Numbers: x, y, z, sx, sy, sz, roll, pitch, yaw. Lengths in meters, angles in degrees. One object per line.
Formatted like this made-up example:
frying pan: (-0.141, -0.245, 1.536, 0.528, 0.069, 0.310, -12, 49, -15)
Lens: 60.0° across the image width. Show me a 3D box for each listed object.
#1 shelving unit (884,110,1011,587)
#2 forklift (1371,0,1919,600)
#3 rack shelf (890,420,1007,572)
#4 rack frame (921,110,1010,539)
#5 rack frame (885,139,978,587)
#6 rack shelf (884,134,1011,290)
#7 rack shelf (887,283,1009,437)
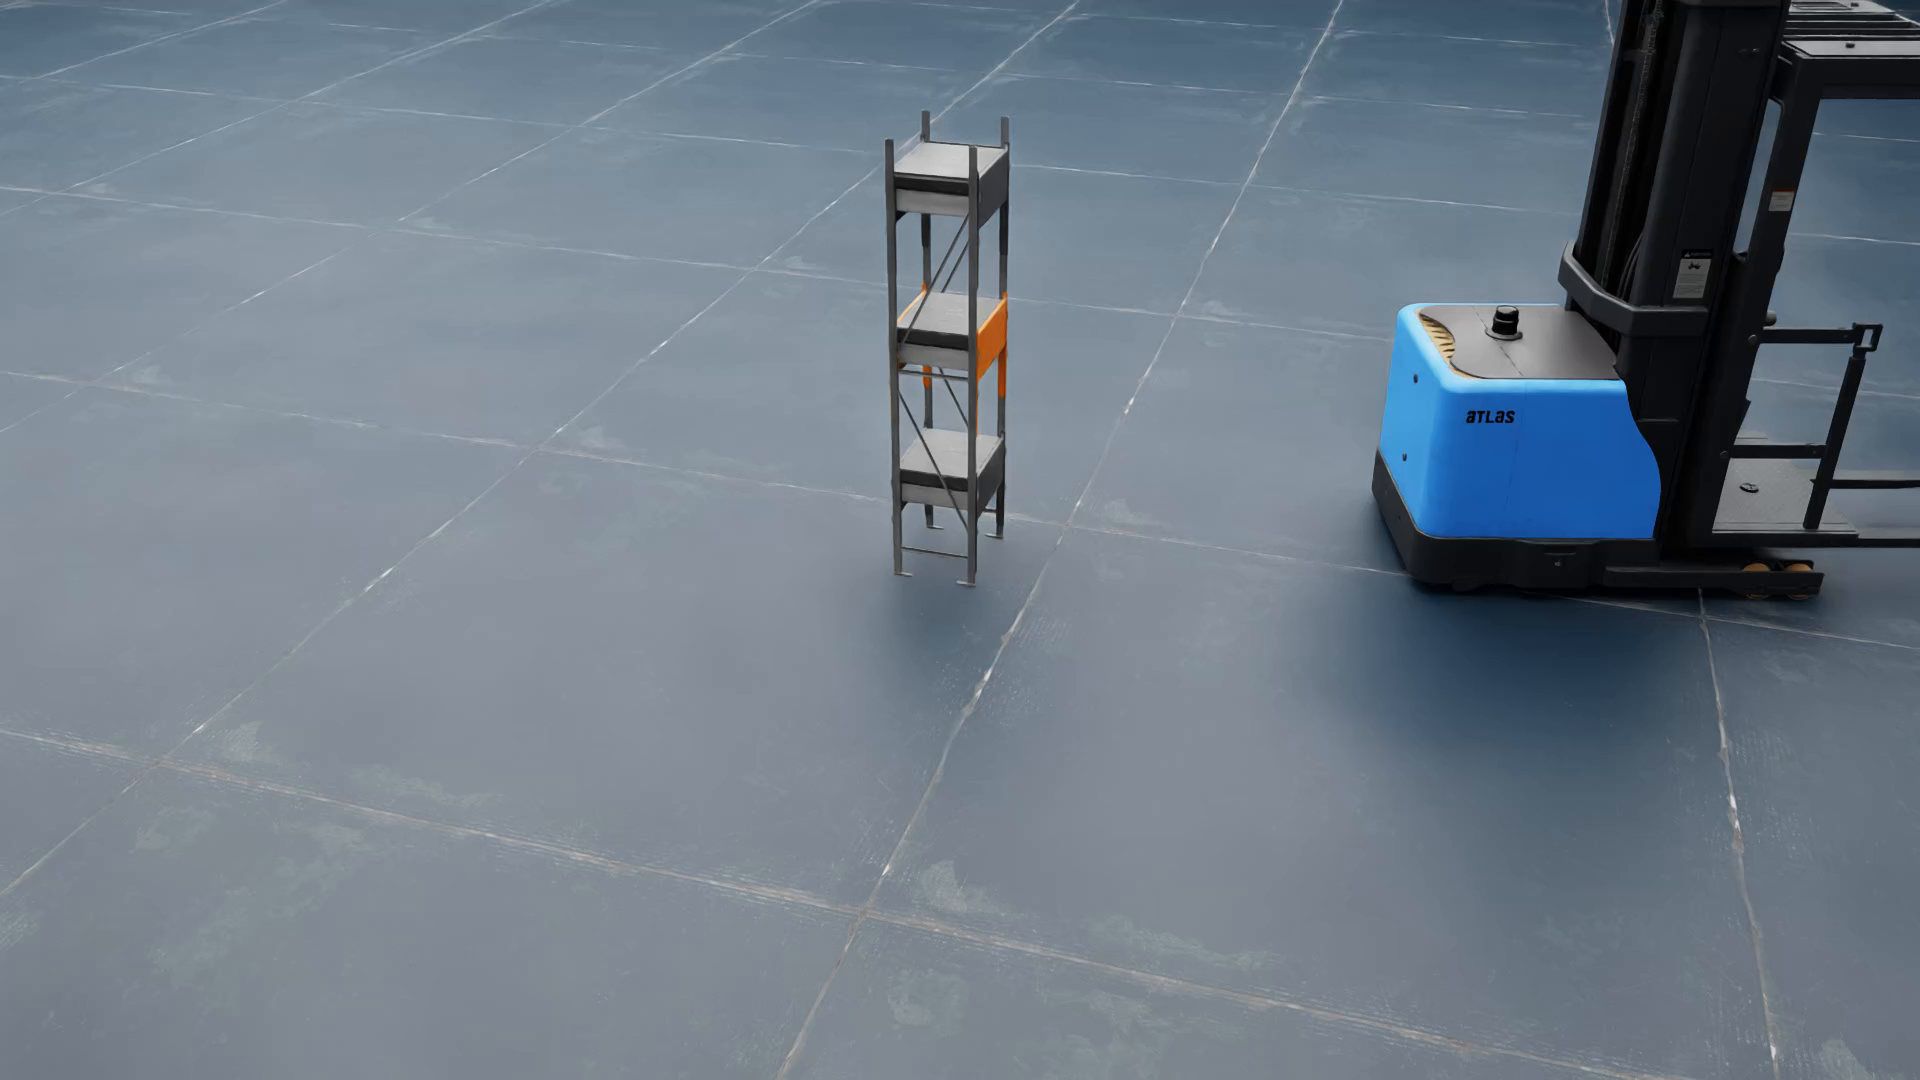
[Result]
shelving unit: (-0.049, -0.841, 7.601, 0.431, 2.100, 0.503, 8, 30, 15)
forklift: (3.630, -1.263, 7.505, 3.031, 2.935, 1.130, 0, 29, 1)
rack shelf: (-0.049, -0.217, 7.948, 0.431, 0.518, 0.480, 8, 30, 15)
rack frame: (0.023, -0.954, 7.805, 0.400, 2.100, 0.015, 8, 30, 15)
rack frame: (-0.120, -0.727, 7.397, 0.400, 2.100, 0.015, 8, 30, 15)
rack shelf: (-0.049, -1.440, 7.268, 0.431, 0.518, 0.480, 8, 30, 15)
rack shelf: (-0.049, -0.829, 7.608, 0.431, 0.518, 0.480, 8, 30, 15)
